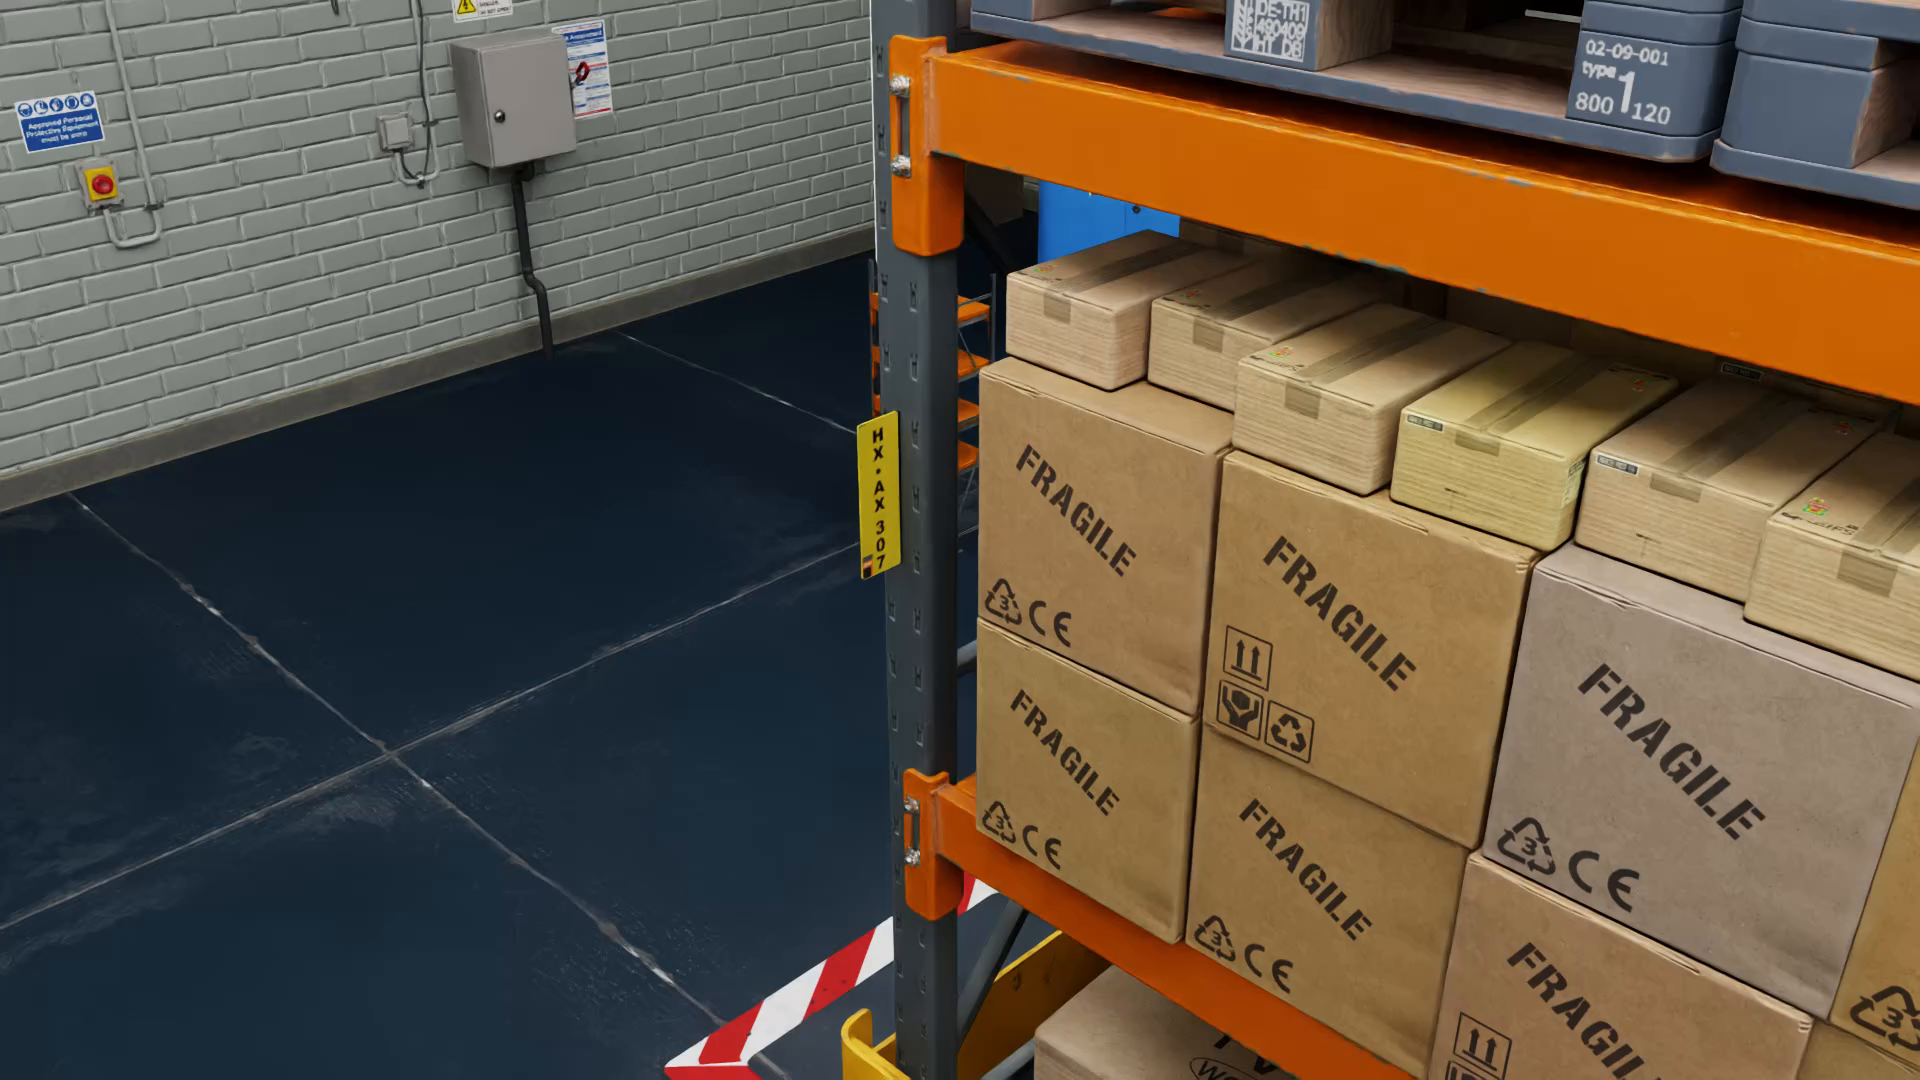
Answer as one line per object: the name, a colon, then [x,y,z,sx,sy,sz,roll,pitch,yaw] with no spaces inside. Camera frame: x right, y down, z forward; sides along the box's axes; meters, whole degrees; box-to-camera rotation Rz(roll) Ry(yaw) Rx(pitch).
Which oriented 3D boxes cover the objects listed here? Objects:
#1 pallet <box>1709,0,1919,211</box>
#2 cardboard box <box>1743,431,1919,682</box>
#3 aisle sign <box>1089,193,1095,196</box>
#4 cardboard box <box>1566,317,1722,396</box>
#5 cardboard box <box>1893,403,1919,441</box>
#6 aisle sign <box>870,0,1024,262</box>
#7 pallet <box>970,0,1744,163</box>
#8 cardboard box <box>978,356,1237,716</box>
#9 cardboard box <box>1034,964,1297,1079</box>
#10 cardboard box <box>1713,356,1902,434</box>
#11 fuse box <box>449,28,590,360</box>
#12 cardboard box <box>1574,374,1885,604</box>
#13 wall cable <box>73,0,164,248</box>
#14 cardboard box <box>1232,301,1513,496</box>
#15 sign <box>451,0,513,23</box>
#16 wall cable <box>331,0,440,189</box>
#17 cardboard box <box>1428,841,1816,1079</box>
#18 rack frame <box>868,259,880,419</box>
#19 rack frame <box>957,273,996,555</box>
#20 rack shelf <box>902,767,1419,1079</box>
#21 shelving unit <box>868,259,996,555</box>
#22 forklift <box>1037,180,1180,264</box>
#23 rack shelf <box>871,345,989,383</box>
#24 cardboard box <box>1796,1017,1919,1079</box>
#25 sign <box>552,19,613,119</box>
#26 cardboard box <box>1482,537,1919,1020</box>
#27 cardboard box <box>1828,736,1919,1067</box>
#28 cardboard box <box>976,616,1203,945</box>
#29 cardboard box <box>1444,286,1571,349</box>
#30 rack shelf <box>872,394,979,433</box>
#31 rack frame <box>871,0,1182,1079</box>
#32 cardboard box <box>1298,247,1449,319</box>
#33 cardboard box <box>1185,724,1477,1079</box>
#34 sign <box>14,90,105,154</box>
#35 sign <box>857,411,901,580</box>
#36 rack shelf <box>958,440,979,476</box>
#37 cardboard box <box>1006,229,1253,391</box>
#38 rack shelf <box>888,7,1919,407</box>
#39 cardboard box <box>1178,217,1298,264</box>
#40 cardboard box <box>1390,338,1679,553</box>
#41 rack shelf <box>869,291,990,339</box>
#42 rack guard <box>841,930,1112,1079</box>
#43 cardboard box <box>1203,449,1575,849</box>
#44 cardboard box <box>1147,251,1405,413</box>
pallet: [1.650,-0.498,1.847,1.213,0.211,1.003,25,36,38]
cardboard box: [1.214,0.015,2.119,0.380,0.149,0.250,-25,37,-39]
aisle sign: [0.406,-1.124,3.371,0.004,0.787,0.394,25,36,38]
cardboard box: [1.228,-0.343,2.801,0.380,0.149,0.250,-24,36,-38]
cardboard box: [1.584,-0.172,2.475,0.380,0.149,0.250,-24,36,-38]
aisle sign: [-0.015,-0.925,2.992,0.004,0.787,0.394,25,36,38]
pallet: [0.776,-0.897,2.604,1.213,0.211,1.003,25,36,38]
cardboard box: [0.382,-0.082,3.002,0.500,0.500,0.500,24,36,37]
cardboard box: [0.781,1.284,3.888,0.875,0.438,0.875,23,36,37]
cardboard box: [1.365,-0.234,2.594,0.250,0.149,0.380,24,36,38]
fuse box: [-2.221,-1.758,8.755,0.414,1.711,0.539,25,36,38]
cardboard box: [1.065,-0.080,2.301,0.380,0.149,0.250,-25,37,-39]
wall cable: [-3.797,-2.142,6.976,0.123,1.953,0.585,25,36,38]
cardboard box: [0.641,-0.228,2.582,0.380,0.149,0.250,-24,36,-38]
sign: [-2.407,-2.743,8.356,0.001,0.242,0.339,25,36,38]
wall cable: [-2.811,-2.603,7.886,0.122,1.984,0.588,25,36,38]
cardboard box: [1.111,0.689,2.610,0.500,0.500,0.500,24,36,38]
rack frame: [-0.292,-0.665,7.225,0.015,1.200,0.240,25,36,38]
rack frame: [0.056,-0.505,6.922,0.015,1.200,0.240,25,36,38]
rack shelf: [1.666,1.124,2.662,4.000,0.370,1.077,25,36,38]
shelving unit: [-0.118,-0.585,7.073,0.503,1.200,0.258,25,36,38]
forklift: [1.456,-2.845,9.511,1.130,2.935,3.031,12,30,21]
rack shelf: [-0.118,-0.724,7.001,0.480,0.148,0.258,25,36,38]
cardboard box: [1.480,0.847,2.310,0.500,0.500,0.500,-24,36,-38]
sign: [-2.022,-2.518,8.917,0.001,0.494,0.329,25,36,38]
cardboard box: [1.128,0.249,2.371,0.500,0.500,0.500,24,36,38]
cardboard box: [1.485,0.412,2.062,0.500,0.500,0.500,25,37,39]
cardboard box: [0.381,0.361,3.233,0.500,0.500,0.500,24,36,38]
cardboard box: [1.077,-0.439,2.983,0.250,0.149,0.380,24,36,38]
rack shelf: [-0.118,-0.526,7.105,0.480,0.148,0.258,25,36,38]
rack frame: [0.240,0.153,3.736,0.127,3.000,1.000,25,36,38]
cardboard box: [0.834,-0.495,3.090,0.380,0.149,0.250,-25,36,-38]
cardboard box: [0.761,0.517,2.937,0.500,0.500,0.500,24,36,38]
sign: [-3.875,-1.802,7.164,0.001,0.218,0.327,25,36,38]
sign: [-0.154,-0.083,3.169,0.005,0.325,0.100,25,36,38]
rack shelf: [-0.118,-0.350,7.197,0.480,0.148,0.258,25,36,38]
cardboard box: [0.299,-0.413,2.934,0.380,0.149,0.250,-24,36,-38]
rack shelf: [1.666,-0.203,1.964,4.000,0.370,1.077,25,36,38]
cardboard box: [0.636,-0.570,3.232,0.380,0.149,0.250,-25,36,-39]
cardboard box: [0.841,-0.148,2.430,0.250,0.149,0.380,23,36,37]
rack shelf: [-0.118,-0.933,6.891,0.480,0.148,0.258,25,36,38]
rack guard: [0.223,1.252,4.332,0.348,0.500,1.175,25,36,38]
cardboard box: [0.756,0.084,2.686,0.500,0.500,0.500,23,36,37]
cardboard box: [0.536,-0.351,2.816,0.380,0.149,0.250,-24,36,-38]
